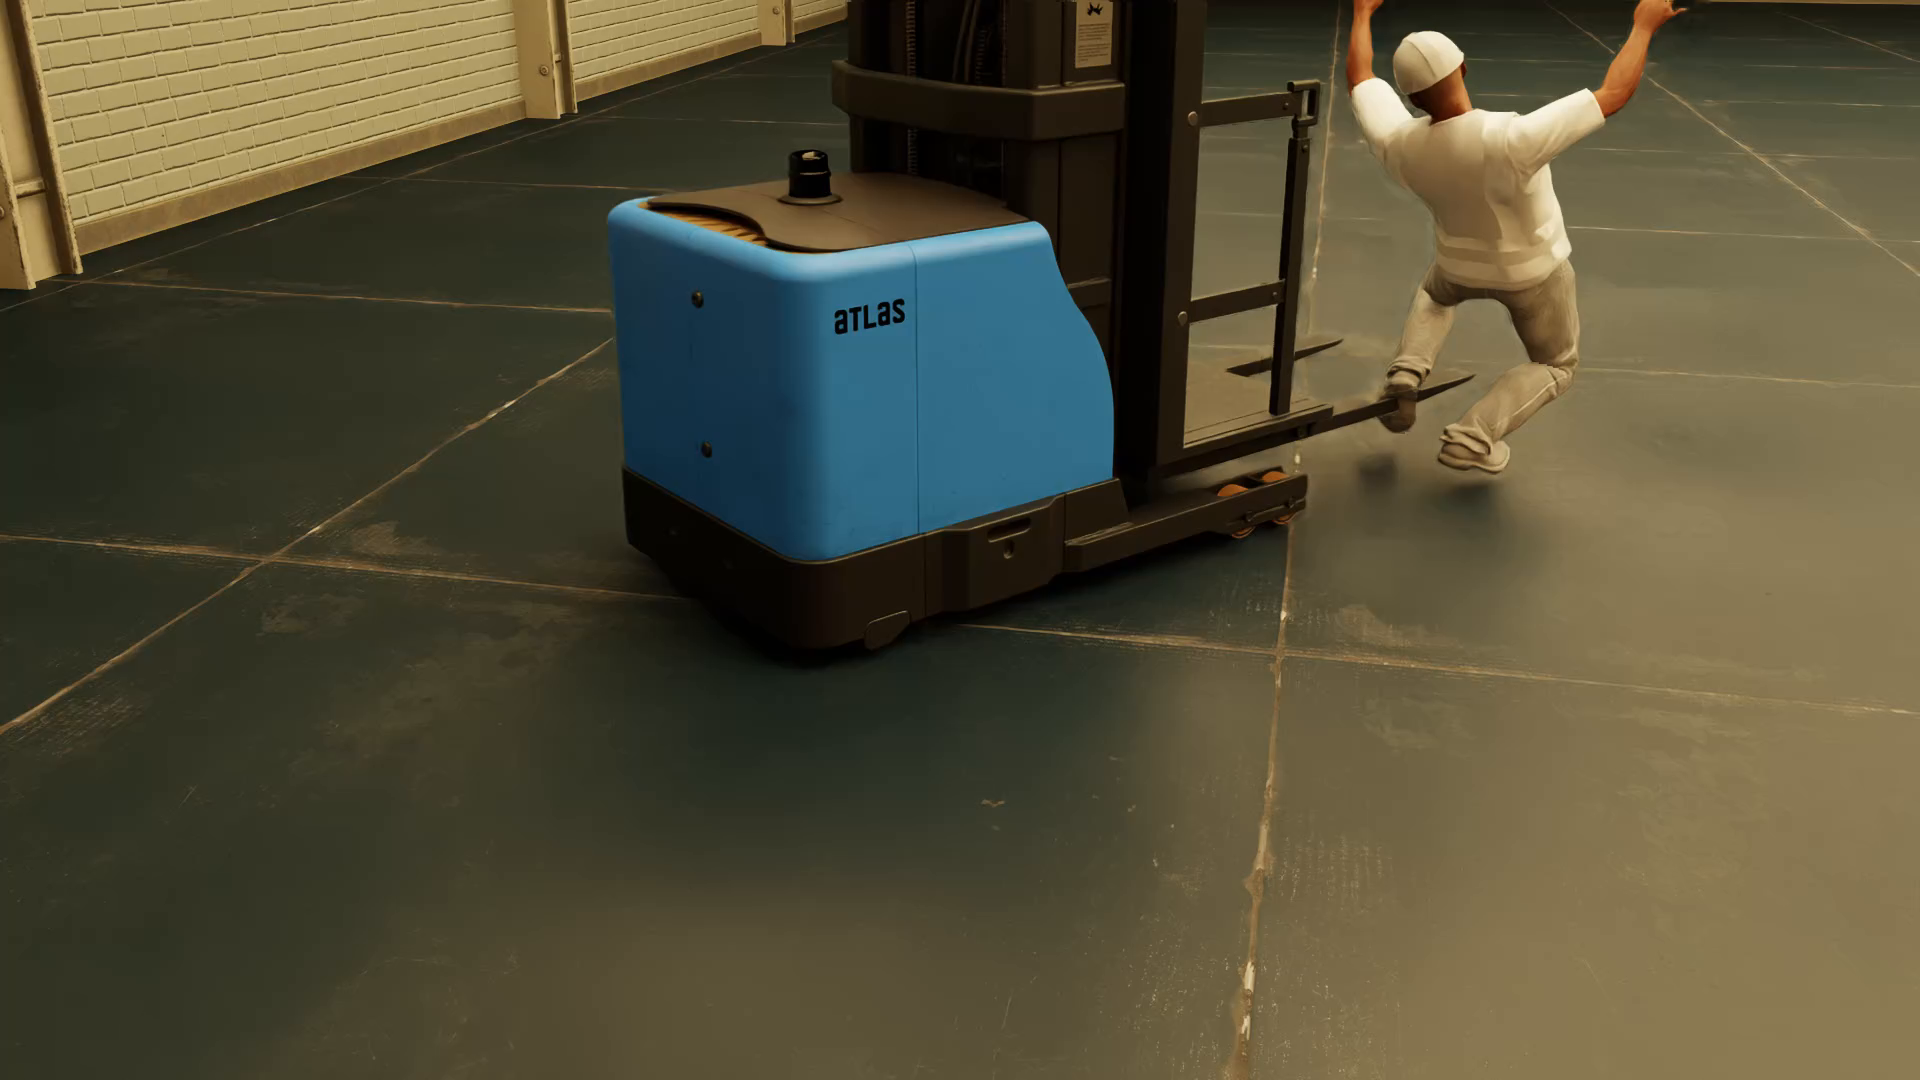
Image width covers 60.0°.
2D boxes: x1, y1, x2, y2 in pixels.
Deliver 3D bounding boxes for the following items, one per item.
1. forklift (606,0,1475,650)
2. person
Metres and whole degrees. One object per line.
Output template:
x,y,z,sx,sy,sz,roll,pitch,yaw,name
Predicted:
0.477,-1.502,4.950,3.031,2.935,1.130,-16,27,-35,forklift
1.636,-1.031,5.449,0.770,1.591,1.020,-19,29,-39,person
